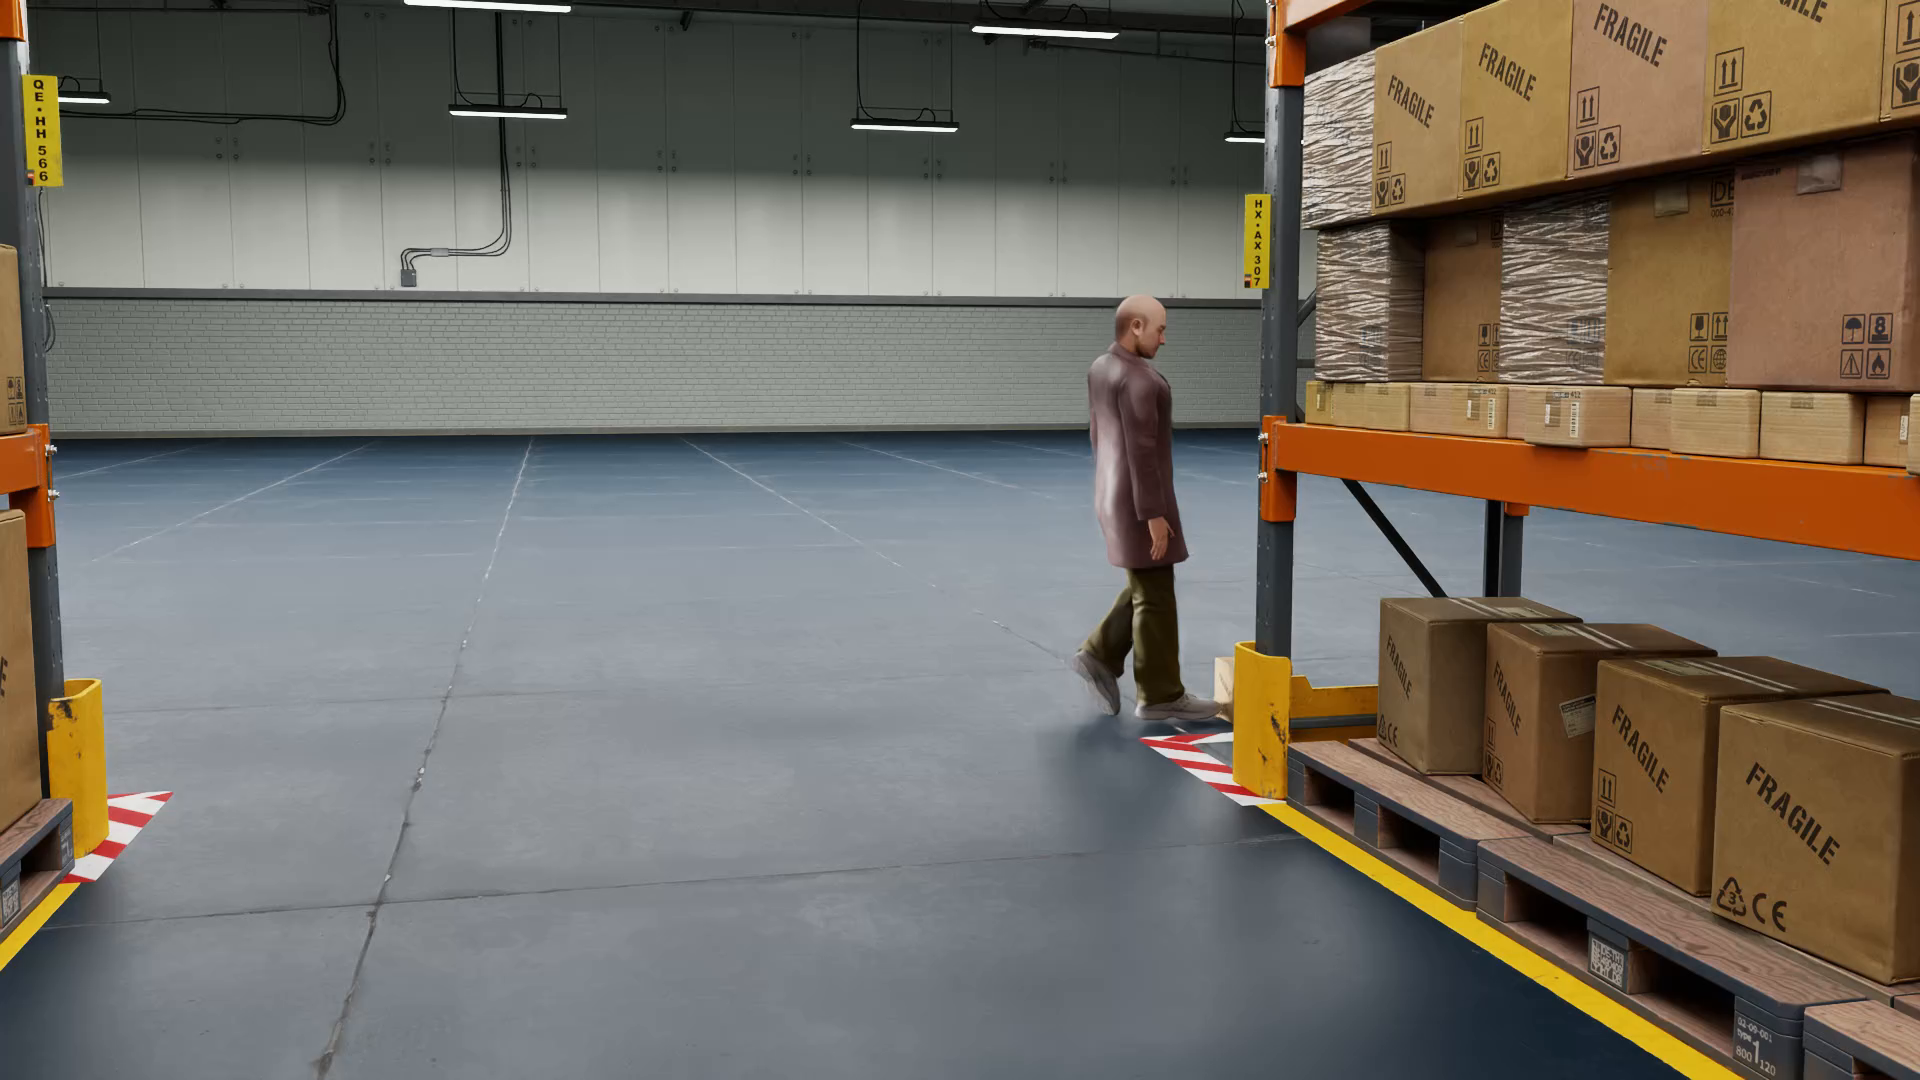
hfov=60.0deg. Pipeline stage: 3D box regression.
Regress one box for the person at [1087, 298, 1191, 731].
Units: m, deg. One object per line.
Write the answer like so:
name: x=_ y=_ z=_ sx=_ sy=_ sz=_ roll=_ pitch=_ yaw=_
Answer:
person: x=0.749 y=-0.104 z=6.951 sx=0.392 sy=1.797 sz=0.565 roll=-1 pitch=6 yaw=-7
